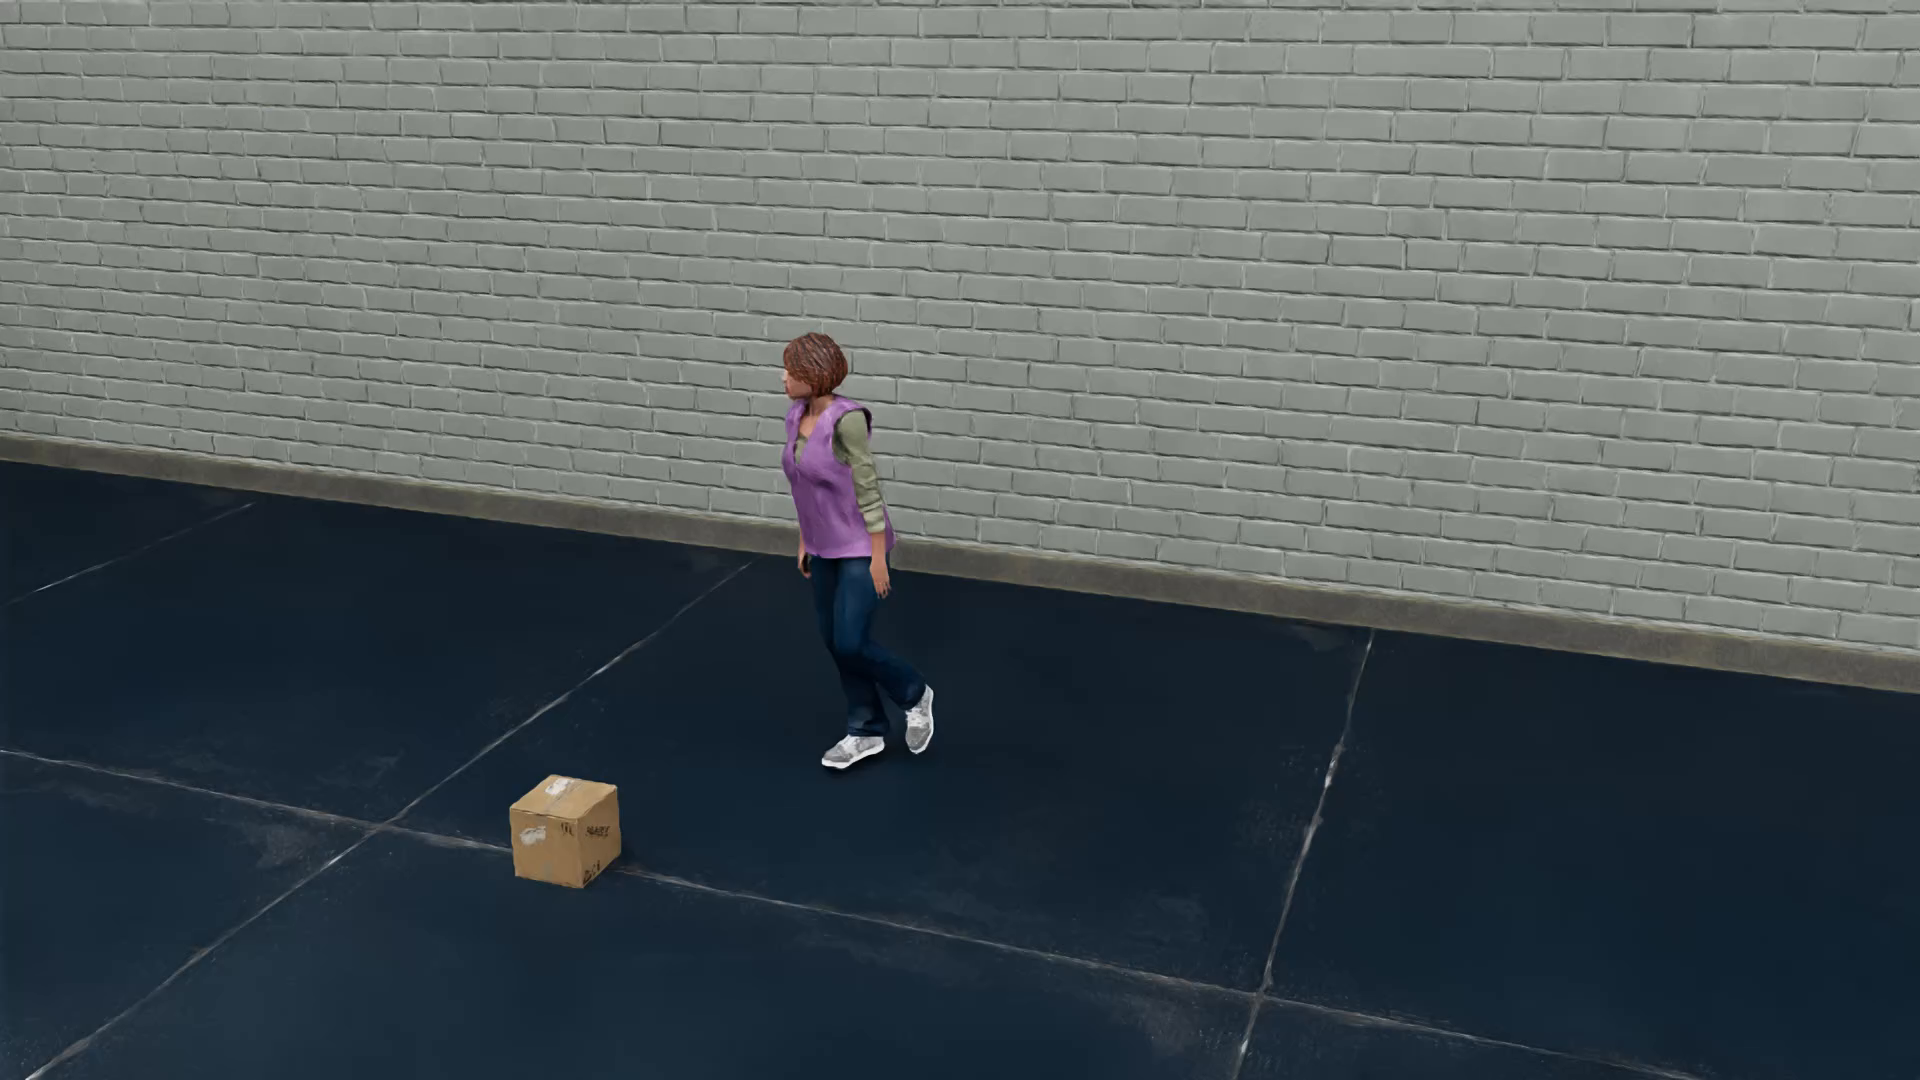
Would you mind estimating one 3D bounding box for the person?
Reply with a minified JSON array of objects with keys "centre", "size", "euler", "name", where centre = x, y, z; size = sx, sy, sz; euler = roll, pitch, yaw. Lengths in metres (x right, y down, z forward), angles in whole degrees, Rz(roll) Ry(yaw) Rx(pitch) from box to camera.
[{"centre":[-5.790,-0.719,5.671],"size":[9.048,3.169,7.105],"euler":[-14,23,-35],"name":"person"}]
